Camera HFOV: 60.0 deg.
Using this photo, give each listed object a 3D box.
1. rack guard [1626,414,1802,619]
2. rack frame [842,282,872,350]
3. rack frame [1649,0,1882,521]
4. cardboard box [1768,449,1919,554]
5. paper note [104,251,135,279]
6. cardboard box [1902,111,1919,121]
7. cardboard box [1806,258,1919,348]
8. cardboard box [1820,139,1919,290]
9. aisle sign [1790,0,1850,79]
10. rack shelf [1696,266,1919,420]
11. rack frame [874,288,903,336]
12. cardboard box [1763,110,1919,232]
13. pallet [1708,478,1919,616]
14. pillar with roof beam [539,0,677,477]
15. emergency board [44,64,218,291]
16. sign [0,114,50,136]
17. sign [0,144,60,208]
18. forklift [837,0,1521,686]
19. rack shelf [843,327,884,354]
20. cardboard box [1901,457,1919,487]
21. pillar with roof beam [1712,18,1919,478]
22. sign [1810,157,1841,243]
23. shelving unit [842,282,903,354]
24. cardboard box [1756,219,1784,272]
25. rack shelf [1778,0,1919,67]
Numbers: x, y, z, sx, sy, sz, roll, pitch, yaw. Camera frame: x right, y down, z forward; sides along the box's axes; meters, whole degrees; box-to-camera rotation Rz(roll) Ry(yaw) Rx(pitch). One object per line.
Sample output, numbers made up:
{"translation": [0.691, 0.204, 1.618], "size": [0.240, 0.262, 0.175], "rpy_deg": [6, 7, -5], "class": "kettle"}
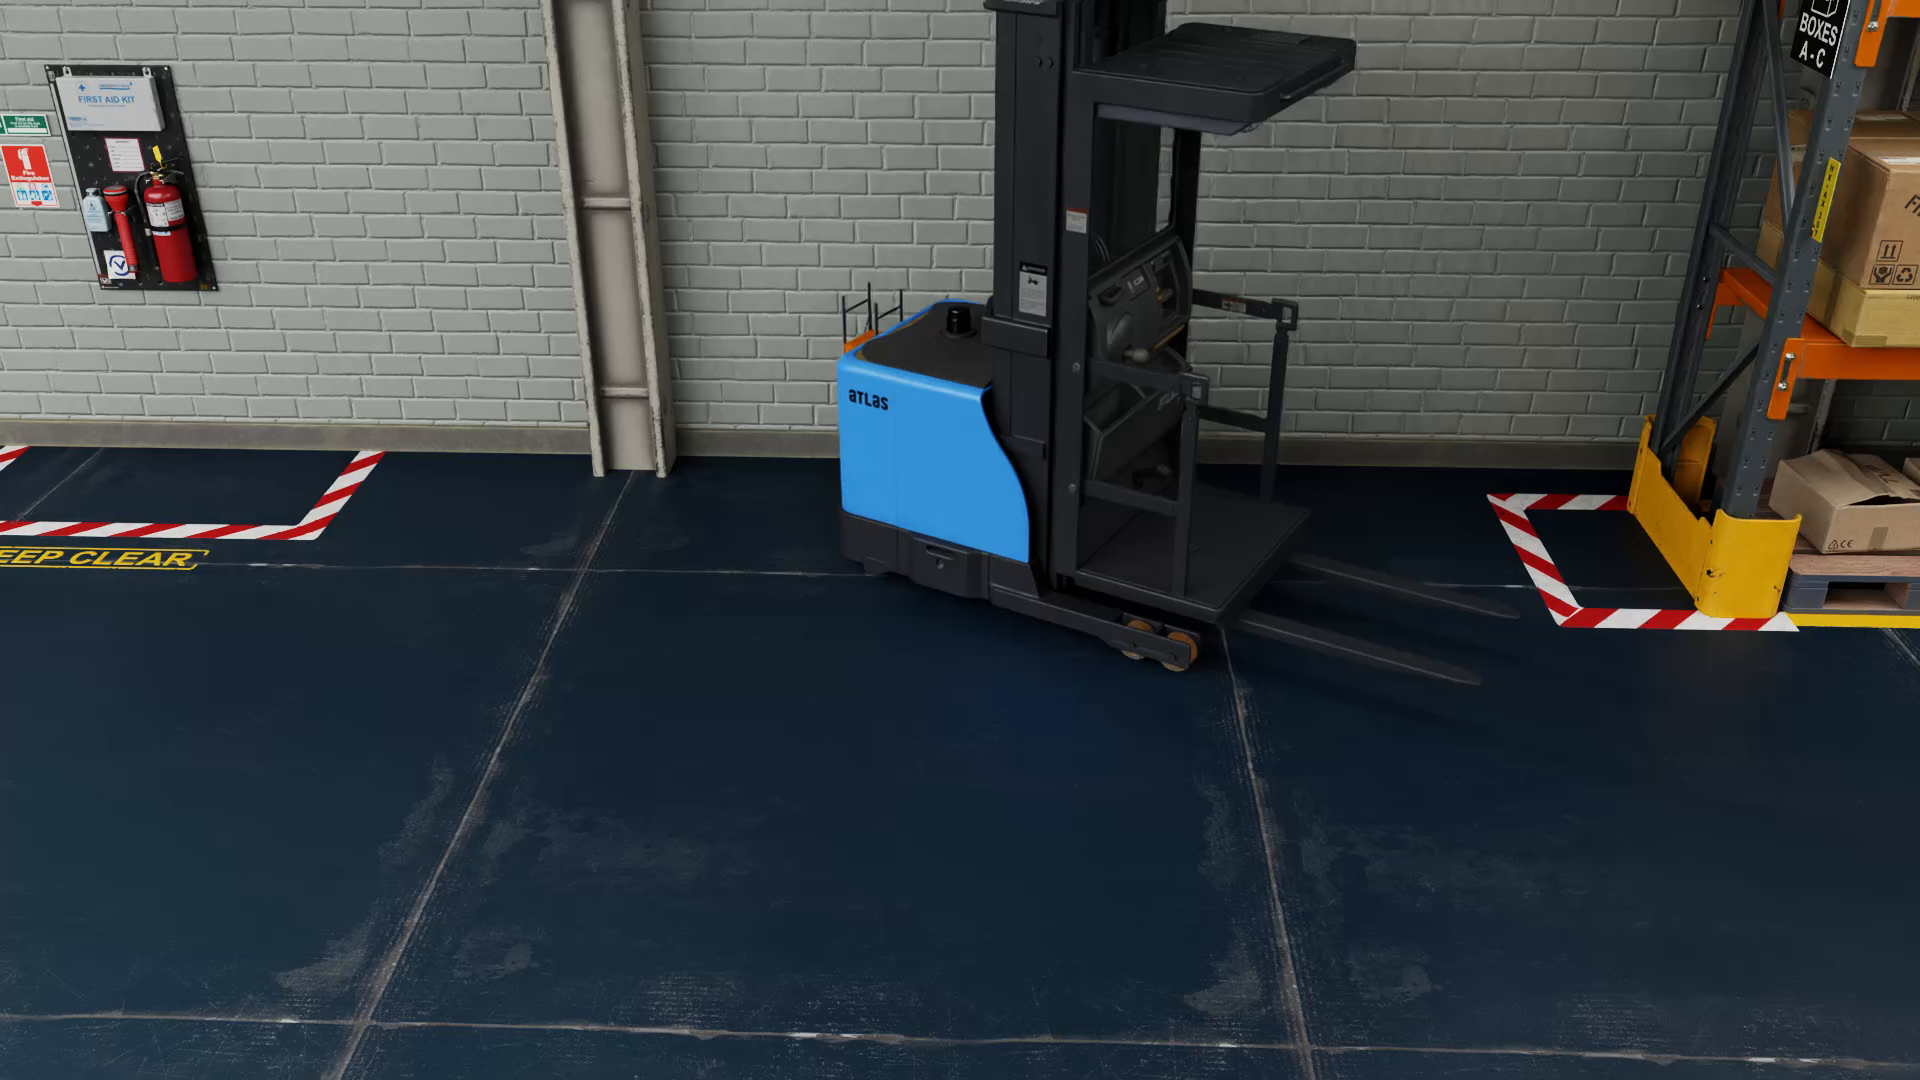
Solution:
{"translation": [3.585, -0.138, 7.976], "size": [0.348, 0.500, 1.175], "rpy_deg": [1, 28, 2], "class": "rack guard"}
{"translation": [-0.496, -0.669, 8.231], "size": [0.006, 1.200, 0.240], "rpy_deg": [16, 32, 27], "class": "rack frame"}
{"translation": [3.509, -1.243, 7.393], "size": [0.127, 3.000, 1.000], "rpy_deg": [1, 28, 2], "class": "rack frame"}
{"translation": [4.198, -0.196, 7.818], "size": [0.500, 0.311, 0.500], "rpy_deg": [-2, 28, -4], "class": "cardboard box"}
{"translation": [-4.400, -1.440, 8.705], "size": [0.142, 0.148, 0.016], "rpy_deg": [1, 28, 2], "class": "paper note"}
{"translation": [4.491, -1.596, 7.396], "size": [0.500, 0.500, 0.500], "rpy_deg": [1, 28, 2], "class": "cardboard box"}
{"translation": [3.986, -1.029, 7.127], "size": [0.500, 0.250, 0.500], "rpy_deg": [0, 28, 0], "class": "cardboard box"}
{"translation": [3.976, -1.369, 6.967], "size": [0.500, 0.500, 0.500], "rpy_deg": [1, 28, 2], "class": "cardboard box"}
{"translation": [3.427, -2.253, 6.521], "size": [0.004, 0.787, 0.394], "rpy_deg": [1, 28, 2], "class": "aisle sign"}
{"translation": [5.508, -0.892, 7.499], "size": [4.000, 0.370, 1.077], "rpy_deg": [1, 28, 2], "class": "rack shelf"}
{"translation": [-0.339, -0.625, 8.149], "size": [0.006, 1.200, 0.240], "rpy_deg": [16, 32, 27], "class": "rack frame"}
{"translation": [3.988, -1.609, 7.420], "size": [0.500, 0.500, 0.500], "rpy_deg": [1, 28, 1], "class": "cardboard box"}
{"translation": [4.396, 0.020, 7.987], "size": [1.213, 0.211, 1.003], "rpy_deg": [1, 28, 2], "class": "pallet"}
{"translation": [-1.909, -2.371, 3.115], "size": [0.400, 9.000, 9.100], "rpy_deg": [1, 28, 2], "class": "pillar with roof beam"}
{"translation": [-4.225, -1.794, 8.432], "size": [0.643, 1.169, 0.194], "rpy_deg": [1, 28, 2], "class": "emergency board"}
{"translation": [-4.770, -2.097, 8.400], "size": [0.331, 0.109, 0.001], "rpy_deg": [1, 28, 2], "class": "sign"}
{"translation": [-4.774, -1.868, 8.532], "size": [0.234, 0.329, 0.001], "rpy_deg": [1, 28, 2], "class": "sign"}
{"translation": [0.954, -1.013, 7.031], "size": [3.031, 2.935, 1.130], "rpy_deg": [16, 32, 27], "class": "forklift"}
{"translation": [-0.417, -0.926, 8.042], "size": [0.180, 0.103, 0.258], "rpy_deg": [16, 32, 27], "class": "rack shelf"}
{"translation": [4.767, -0.187, 7.800], "size": [0.500, 0.311, 0.500], "rpy_deg": [3, 28, 6], "class": "cardboard box"}
{"translation": [4.088, -2.272, 2.928], "size": [0.400, 9.000, 9.100], "rpy_deg": [1, 28, 2], "class": "pillar with roof beam"}
{"translation": [3.490, -1.372, 6.711], "size": [0.005, 0.325, 0.100], "rpy_deg": [1, 28, 2], "class": "sign"}
{"translation": [-0.417, -0.647, 8.190], "size": [0.189, 1.200, 0.258], "rpy_deg": [16, 32, 27], "class": "shelving unit"}
{"translation": [3.983, -1.269, 7.580], "size": [0.500, 0.250, 0.500], "rpy_deg": [1, 28, 3], "class": "cardboard box"}
{"translation": [5.508, -2.218, 6.796], "size": [4.000, 0.370, 1.077], "rpy_deg": [1, 28, 2], "class": "rack shelf"}
